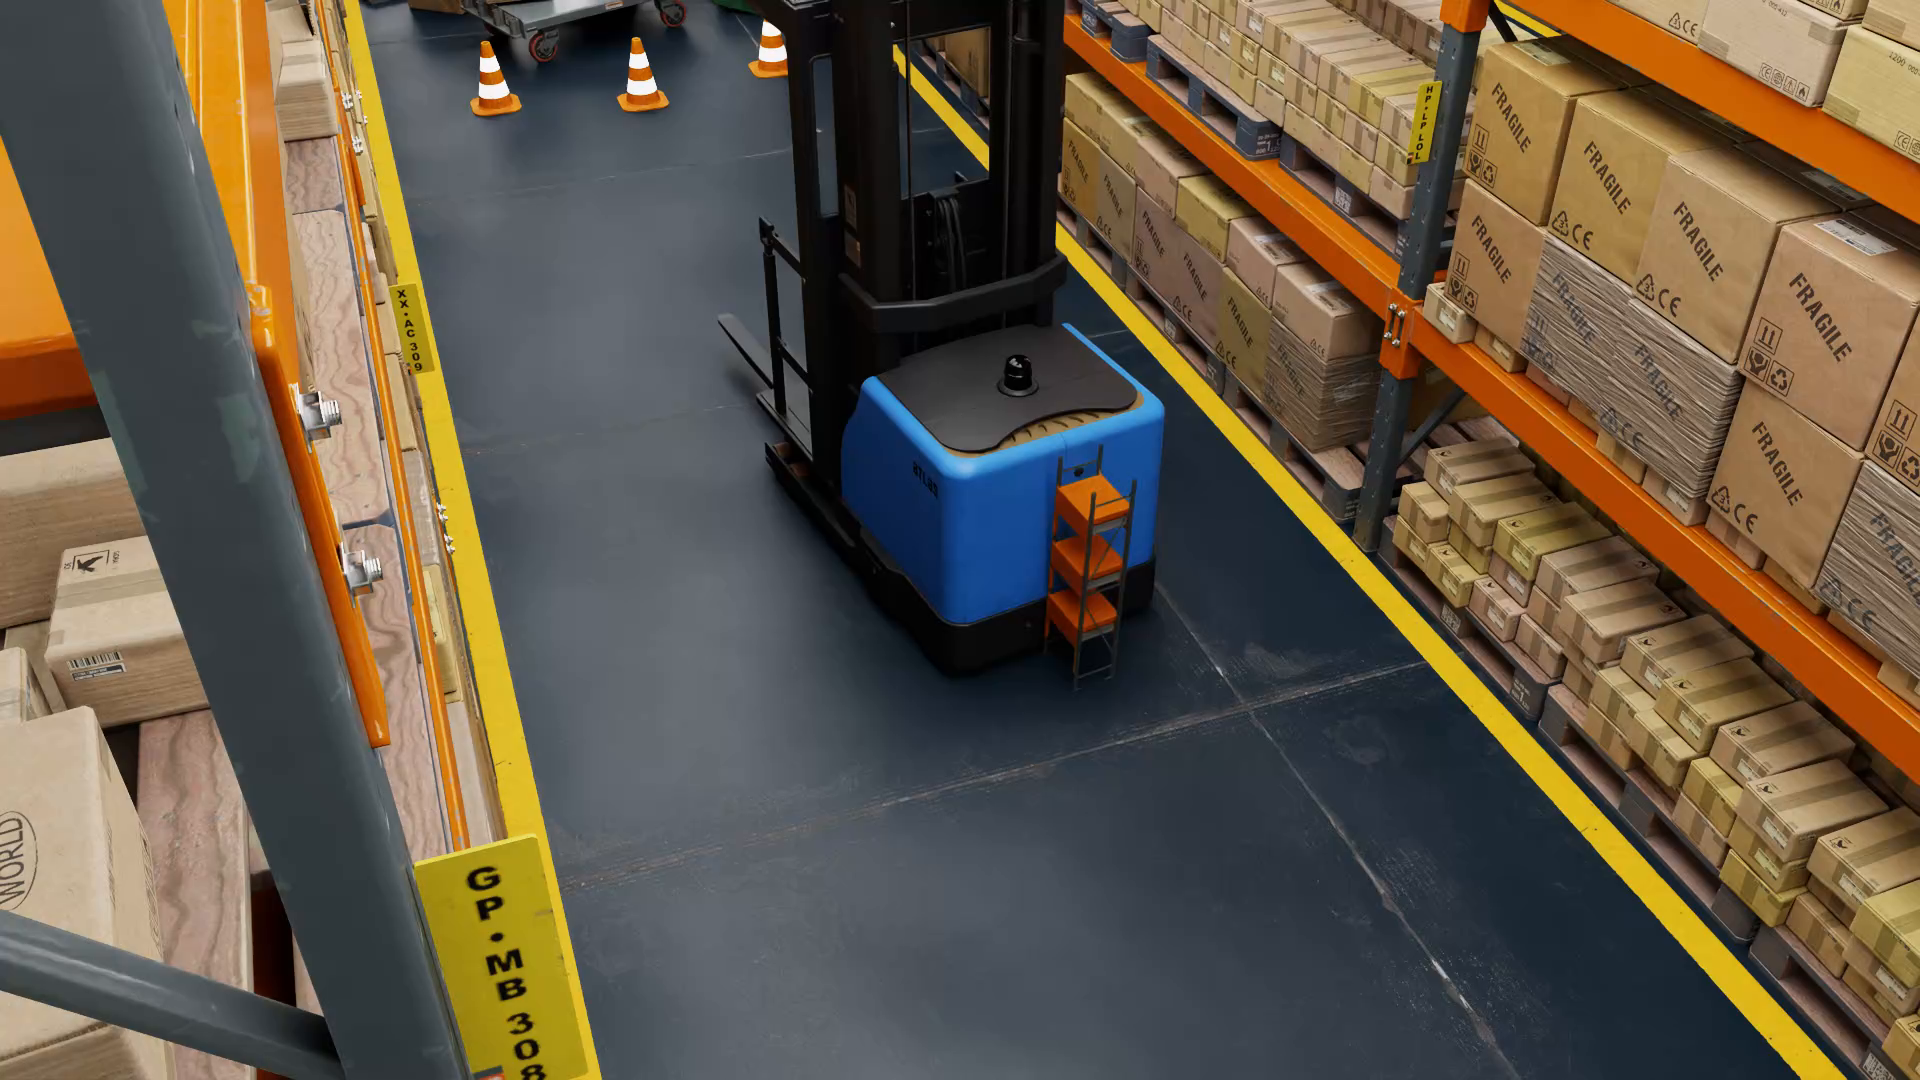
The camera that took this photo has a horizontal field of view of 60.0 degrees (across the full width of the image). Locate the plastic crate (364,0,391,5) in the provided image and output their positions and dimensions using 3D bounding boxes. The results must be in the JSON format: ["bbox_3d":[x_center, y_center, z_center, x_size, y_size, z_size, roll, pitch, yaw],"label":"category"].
[{"bbox_3d":[-4.821,-4.595,13.784,0.402,0.080,0.583,-27,45,-31],"label":"plastic crate"}]

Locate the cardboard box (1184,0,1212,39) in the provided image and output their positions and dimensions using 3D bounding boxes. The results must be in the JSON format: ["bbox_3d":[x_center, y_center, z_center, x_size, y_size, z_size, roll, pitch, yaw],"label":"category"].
[{"bbox_3d":[1.361,-2.671,8.416,0.380,0.149,0.250,-13,39,-16],"label":"cardboard box"}]

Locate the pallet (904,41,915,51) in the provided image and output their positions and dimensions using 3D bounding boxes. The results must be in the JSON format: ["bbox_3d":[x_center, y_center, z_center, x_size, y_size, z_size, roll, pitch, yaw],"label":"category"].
[{"bbox_3d":[-0.102,-4.253,13.220,1.003,0.211,1.213,-12,39,-16],"label":"pallet"}]

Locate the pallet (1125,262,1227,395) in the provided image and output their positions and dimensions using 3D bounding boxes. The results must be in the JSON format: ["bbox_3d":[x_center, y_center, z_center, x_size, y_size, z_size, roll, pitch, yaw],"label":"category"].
[{"bbox_3d":[1.622,-1.283,9.278,1.003,0.211,1.213,-12,39,-16],"label":"pallet"}]

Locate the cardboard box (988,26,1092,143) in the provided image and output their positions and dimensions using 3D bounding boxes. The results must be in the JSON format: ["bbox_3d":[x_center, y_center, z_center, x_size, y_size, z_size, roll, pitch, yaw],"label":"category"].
[{"bbox_3d":[0.813,-3.159,10.971,1.050,0.750,0.750,-13,39,-17],"label":"cardboard box"}]

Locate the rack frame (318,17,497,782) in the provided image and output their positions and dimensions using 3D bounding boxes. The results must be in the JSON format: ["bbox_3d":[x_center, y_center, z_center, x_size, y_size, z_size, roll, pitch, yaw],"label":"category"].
[{"bbox_3d":[-2.298,-0.185,5.503,1.000,3.000,0.127,-12,39,-16],"label":"rack frame"}]

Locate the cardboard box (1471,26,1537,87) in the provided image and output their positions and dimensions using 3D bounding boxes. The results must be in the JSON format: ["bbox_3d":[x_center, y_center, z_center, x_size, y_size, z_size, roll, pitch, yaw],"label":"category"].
[{"bbox_3d":[2.424,-2.192,7.532,0.380,0.149,0.250,-12,39,-16],"label":"cardboard box"}]

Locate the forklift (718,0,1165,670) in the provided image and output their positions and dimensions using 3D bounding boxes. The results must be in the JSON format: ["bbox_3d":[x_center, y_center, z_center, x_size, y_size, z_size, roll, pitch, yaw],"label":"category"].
[{"bbox_3d":[-0.296,-1.500,7.306,1.130,2.935,3.031,-18,41,-22],"label":"forklift"}]

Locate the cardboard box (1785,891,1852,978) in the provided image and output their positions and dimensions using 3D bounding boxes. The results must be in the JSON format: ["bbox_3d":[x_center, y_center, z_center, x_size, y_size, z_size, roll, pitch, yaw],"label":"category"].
[{"bbox_3d":[3.024,1.281,5.577,0.380,0.149,0.250,-12,39,-15],"label":"cardboard box"}]

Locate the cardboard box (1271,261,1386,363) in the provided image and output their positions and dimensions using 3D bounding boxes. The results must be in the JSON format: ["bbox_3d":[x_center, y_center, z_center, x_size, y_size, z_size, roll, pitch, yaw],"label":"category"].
[{"bbox_3d":[1.821,-1.105,7.829,0.500,0.250,0.500,-13,39,-17],"label":"cardboard box"}]

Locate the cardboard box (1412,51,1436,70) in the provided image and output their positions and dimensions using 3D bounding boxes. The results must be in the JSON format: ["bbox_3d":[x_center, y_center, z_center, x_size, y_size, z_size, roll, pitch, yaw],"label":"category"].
[{"bbox_3d":[2.341,-2.210,7.803,0.380,0.149,0.250,-14,39,-18],"label":"cardboard box"}]

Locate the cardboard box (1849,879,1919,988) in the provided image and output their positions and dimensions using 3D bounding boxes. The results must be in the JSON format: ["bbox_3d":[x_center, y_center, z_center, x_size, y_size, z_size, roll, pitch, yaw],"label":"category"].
[{"bbox_3d":[3.030,1.205,5.183,0.380,0.149,0.250,-13,39,-17],"label":"cardboard box"}]

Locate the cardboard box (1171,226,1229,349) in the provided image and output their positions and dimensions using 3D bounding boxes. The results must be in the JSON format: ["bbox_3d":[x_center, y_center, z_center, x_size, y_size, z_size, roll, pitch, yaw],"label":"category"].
[{"bbox_3d":[1.475,-1.383,8.822,0.500,0.500,0.500,-13,39,-17],"label":"cardboard box"}]

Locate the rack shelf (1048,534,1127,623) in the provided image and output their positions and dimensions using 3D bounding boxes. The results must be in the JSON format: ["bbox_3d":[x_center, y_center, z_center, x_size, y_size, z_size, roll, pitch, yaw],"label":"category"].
[{"bbox_3d":[0.512,0.137,6.702,0.215,0.259,0.240,-18,44,-22],"label":"rack shelf"}]

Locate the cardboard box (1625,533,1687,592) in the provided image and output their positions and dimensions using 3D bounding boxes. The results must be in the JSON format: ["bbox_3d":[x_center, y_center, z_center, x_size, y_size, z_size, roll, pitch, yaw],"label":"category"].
[{"bbox_3d":[2.915,0.051,6.715,0.380,0.149,0.250,-11,38,-14],"label":"cardboard box"}]

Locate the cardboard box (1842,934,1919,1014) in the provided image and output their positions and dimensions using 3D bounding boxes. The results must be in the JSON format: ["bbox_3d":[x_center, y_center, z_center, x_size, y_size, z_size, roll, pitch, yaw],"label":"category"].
[{"bbox_3d":[3.061,1.312,5.288,0.380,0.149,0.250,-14,39,-18],"label":"cardboard box"}]

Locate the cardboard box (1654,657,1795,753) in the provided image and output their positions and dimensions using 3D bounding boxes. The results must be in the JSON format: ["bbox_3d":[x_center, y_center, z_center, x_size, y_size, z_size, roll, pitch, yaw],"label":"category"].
[{"bbox_3d":[2.753,0.592,5.998,0.380,0.149,0.250,-12,39,-16],"label":"cardboard box"}]

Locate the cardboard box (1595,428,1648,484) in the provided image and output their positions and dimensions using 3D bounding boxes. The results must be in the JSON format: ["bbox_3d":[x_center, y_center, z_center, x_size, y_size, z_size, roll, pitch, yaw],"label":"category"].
[{"bbox_3d":[2.518,-0.358,5.941,0.380,0.149,0.250,-12,39,-15],"label":"cardboard box"}]

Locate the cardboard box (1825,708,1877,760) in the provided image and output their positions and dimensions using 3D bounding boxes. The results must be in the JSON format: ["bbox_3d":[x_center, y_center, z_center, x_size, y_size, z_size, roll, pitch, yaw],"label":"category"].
[{"bbox_3d":[3.359,0.620,5.960,0.380,0.149,0.250,-12,39,-15],"label":"cardboard box"}]

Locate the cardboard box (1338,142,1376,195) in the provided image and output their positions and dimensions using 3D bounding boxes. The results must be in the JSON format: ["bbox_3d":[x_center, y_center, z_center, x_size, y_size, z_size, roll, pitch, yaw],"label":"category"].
[{"bbox_3d":[1.902,-1.665,7.327,0.380,0.149,0.250,-12,39,-16],"label":"cardboard box"}]

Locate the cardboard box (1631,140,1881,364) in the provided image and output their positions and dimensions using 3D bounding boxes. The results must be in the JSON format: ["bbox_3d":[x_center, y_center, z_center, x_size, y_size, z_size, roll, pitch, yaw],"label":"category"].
[{"bbox_3d":[2.579,-0.939,5.343,0.500,0.500,0.500,-12,39,-15],"label":"cardboard box"}]

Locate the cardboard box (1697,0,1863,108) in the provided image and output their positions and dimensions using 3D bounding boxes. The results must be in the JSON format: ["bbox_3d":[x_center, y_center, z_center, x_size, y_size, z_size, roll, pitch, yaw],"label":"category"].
[{"bbox_3d":[2.568,-1.510,4.893,0.500,0.250,0.500,-11,38,-14],"label":"cardboard box"}]

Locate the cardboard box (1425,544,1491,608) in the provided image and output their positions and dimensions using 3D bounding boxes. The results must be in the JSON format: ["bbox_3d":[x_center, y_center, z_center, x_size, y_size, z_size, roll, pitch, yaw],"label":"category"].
[{"bbox_3d":[2.230,0.126,7.110,0.380,0.149,0.250,-11,38,-15],"label":"cardboard box"}]

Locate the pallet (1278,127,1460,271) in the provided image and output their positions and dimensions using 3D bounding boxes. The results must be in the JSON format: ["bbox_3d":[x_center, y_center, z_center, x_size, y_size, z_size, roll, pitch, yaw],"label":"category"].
[{"bbox_3d":[2.189,-1.653,7.610,1.003,0.211,1.213,-12,39,-16],"label":"pallet"}]

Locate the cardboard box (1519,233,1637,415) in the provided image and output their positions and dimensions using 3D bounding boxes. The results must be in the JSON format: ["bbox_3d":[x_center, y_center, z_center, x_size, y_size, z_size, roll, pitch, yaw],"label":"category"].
[{"bbox_3d":[2.426,-0.816,6.010,0.500,0.500,0.500,-12,39,-16],"label":"cardboard box"}]

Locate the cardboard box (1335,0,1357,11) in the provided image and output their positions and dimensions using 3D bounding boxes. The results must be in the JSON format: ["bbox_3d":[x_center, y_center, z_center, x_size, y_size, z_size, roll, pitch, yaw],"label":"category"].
[{"bbox_3d":[2.069,-2.772,8.302,0.380,0.149,0.250,-11,38,-15],"label":"cardboard box"}]

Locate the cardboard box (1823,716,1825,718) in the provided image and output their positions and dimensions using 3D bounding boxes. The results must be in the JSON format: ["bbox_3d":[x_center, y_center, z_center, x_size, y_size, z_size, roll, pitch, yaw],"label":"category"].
[{"bbox_3d":[3.161,0.612,6.218,0.380,0.149,0.250,-11,38,-14],"label":"cardboard box"}]

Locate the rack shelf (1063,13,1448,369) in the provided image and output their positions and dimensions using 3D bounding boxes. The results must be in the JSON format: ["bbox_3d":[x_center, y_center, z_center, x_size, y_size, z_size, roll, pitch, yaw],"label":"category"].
[{"bbox_3d":[1.627,-2.110,8.656,1.077,0.370,4.000,-12,39,-16],"label":"rack shelf"}]

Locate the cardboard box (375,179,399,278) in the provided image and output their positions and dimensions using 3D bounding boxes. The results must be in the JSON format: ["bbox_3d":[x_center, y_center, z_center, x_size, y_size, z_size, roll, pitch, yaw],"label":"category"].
[{"bbox_3d":[-2.706,-1.298,7.105,0.500,0.250,0.500,-13,39,-17],"label":"cardboard box"}]

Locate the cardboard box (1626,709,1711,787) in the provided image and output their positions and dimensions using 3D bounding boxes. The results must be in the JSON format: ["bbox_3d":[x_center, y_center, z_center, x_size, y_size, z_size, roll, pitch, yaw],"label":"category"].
[{"bbox_3d":[2.680,0.724,6.069,0.380,0.149,0.250,-12,39,-15],"label":"cardboard box"}]

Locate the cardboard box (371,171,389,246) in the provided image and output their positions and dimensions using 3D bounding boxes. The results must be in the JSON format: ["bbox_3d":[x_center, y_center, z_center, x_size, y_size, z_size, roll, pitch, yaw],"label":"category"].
[{"bbox_3d":[-2.539,-1.212,6.574,0.500,0.250,0.500,-12,39,-15],"label":"cardboard box"}]

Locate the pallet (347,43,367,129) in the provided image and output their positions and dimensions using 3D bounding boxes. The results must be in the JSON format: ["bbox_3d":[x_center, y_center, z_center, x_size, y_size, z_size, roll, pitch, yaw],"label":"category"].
[{"bbox_3d":[-4.782,-3.151,11.758,1.003,0.211,1.213,-12,39,-16],"label":"pallet"}]

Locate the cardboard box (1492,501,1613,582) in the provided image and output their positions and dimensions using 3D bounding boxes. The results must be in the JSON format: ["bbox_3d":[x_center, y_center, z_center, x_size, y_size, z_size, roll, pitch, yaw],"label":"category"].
[{"bbox_3d":[2.412,0.004,6.778,0.380,0.149,0.250,-13,39,-17],"label":"cardboard box"}]

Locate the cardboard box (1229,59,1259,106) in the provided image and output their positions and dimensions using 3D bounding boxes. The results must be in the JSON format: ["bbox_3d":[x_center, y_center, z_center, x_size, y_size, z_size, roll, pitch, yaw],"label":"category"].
[{"bbox_3d":[1.541,-2.253,8.108,0.380,0.149,0.250,-11,38,-14],"label":"cardboard box"}]

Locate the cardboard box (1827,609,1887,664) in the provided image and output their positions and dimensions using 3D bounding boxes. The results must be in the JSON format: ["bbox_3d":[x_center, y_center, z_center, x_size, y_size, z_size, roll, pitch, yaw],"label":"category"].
[{"bbox_3d":[2.953,0.221,5.172,0.380,0.149,0.250,-14,39,-18],"label":"cardboard box"}]

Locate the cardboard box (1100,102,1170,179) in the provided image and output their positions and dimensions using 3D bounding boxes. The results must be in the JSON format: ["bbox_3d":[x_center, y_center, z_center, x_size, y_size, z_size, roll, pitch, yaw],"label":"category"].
[{"bbox_3d":[1.123,-2.270,9.376,0.500,0.250,0.500,-13,39,-16],"label":"cardboard box"}]

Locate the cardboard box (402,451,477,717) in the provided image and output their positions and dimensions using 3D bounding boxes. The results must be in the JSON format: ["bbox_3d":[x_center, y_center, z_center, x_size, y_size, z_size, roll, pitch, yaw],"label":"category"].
[{"bbox_3d":[-1.525,0.159,4.132,0.500,0.500,0.500,-12,39,-15],"label":"cardboard box"}]

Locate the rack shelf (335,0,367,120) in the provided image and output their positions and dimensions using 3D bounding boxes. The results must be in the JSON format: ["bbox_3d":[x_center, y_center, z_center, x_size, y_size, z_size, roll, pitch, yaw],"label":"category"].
[{"bbox_3d":[-4.363,-3.288,10.219,1.077,0.370,4.000,-12,39,-16],"label":"rack shelf"}]

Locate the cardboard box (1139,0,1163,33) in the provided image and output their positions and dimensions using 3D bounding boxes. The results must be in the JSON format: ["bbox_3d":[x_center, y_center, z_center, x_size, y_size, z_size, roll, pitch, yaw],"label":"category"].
[{"bbox_3d":[1.183,-2.844,8.892,0.380,0.149,0.250,-11,38,-14],"label":"cardboard box"}]

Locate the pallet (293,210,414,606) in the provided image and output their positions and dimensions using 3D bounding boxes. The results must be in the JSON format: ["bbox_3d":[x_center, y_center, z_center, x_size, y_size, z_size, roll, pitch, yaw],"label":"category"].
[{"bbox_3d":[-1.610,-0.196,3.097,1.003,0.211,1.213,-12,39,-16],"label":"pallet"}]

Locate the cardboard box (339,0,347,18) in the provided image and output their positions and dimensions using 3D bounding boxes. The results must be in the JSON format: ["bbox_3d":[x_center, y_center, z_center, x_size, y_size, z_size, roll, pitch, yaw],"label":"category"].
[{"bbox_3d":[-5.000,-4.163,12.721,0.500,0.250,0.500,-14,39,-18],"label":"cardboard box"}]

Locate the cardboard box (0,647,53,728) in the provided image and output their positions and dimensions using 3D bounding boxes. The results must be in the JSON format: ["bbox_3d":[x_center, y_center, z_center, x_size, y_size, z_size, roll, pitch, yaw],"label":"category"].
[{"bbox_3d":[-1.380,0.313,2.125,0.380,0.149,0.250,-15,40,-19],"label":"cardboard box"}]

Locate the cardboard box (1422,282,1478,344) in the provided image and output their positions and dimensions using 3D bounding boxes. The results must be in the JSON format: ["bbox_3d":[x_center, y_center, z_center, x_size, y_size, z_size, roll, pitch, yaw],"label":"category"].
[{"bbox_3d":[2.105,-0.939,6.713,0.380,0.149,0.250,-11,38,-14],"label":"cardboard box"}]

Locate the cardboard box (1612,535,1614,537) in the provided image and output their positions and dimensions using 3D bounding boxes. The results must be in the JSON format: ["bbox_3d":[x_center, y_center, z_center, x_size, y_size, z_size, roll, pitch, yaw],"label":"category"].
[{"bbox_3d":[2.935,-0.005,7.037,0.380,0.149,0.250,-14,39,-18],"label":"cardboard box"}]

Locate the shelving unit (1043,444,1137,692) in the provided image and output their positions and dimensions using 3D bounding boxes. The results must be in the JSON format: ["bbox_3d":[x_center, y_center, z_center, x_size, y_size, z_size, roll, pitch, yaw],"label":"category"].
[{"bbox_3d":[0.513,0.129,6.695,0.215,1.050,0.252,-18,44,-22],"label":"shelving unit"}]

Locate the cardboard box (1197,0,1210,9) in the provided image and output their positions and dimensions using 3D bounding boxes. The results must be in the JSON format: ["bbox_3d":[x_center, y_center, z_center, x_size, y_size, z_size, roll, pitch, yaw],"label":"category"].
[{"bbox_3d":[1.369,-2.789,8.325,0.380,0.149,0.250,-11,38,-15],"label":"cardboard box"}]

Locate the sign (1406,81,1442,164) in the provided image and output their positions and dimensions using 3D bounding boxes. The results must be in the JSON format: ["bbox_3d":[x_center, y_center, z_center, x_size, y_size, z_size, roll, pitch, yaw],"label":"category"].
[{"bbox_3d":[1.795,-1.613,6.436,0.100,0.325,0.005,-12,39,-16],"label":"sign"}]

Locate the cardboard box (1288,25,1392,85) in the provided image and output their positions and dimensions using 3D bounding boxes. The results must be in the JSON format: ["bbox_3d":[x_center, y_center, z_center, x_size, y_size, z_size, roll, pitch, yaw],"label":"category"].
[{"bbox_3d":[1.723,-2.205,7.550,0.380,0.149,0.250,-13,39,-16],"label":"cardboard box"}]

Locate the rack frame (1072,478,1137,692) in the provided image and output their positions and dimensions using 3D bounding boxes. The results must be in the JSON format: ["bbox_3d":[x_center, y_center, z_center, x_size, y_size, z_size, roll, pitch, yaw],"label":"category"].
[{"bbox_3d":[0.570,0.199,6.614,0.200,1.050,0.008,-18,44,-22],"label":"rack frame"}]

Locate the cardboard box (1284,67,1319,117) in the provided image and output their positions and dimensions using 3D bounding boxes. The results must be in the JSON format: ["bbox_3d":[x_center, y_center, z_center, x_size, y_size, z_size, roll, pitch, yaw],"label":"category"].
[{"bbox_3d":[1.720,-2.080,7.631,0.380,0.149,0.250,-14,39,-17],"label":"cardboard box"}]

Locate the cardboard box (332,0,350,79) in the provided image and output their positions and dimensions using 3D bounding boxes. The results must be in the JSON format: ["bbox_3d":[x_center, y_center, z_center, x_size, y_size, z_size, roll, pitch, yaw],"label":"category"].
[{"bbox_3d":[-3.067,-2.358,7.474,0.500,0.500,0.500,-12,39,-15],"label":"cardboard box"}]

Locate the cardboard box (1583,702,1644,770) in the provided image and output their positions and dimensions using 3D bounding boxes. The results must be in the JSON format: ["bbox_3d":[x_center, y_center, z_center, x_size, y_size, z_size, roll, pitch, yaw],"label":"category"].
[{"bbox_3d":[2.623,0.700,6.348,0.380,0.149,0.250,-13,39,-17],"label":"cardboard box"}]

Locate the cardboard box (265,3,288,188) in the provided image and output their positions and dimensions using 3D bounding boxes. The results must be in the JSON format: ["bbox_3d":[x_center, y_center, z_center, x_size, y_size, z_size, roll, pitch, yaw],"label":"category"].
[{"bbox_3d":[-1.804,-0.877,3.411,0.797,0.503,0.637,-10,38,-12],"label":"cardboard box"}]

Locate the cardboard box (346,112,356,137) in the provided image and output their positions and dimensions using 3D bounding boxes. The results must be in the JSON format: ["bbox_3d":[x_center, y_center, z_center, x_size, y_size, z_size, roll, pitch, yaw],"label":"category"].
[{"bbox_3d":[-2.380,-1.215,5.955,0.500,0.500,0.500,-13,39,-16],"label":"cardboard box"}]

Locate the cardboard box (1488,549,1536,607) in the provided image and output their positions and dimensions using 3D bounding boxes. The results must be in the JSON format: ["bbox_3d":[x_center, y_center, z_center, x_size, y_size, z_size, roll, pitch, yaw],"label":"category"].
[{"bbox_3d":[2.428,0.110,6.884,0.380,0.149,0.250,-13,39,-16],"label":"cardboard box"}]

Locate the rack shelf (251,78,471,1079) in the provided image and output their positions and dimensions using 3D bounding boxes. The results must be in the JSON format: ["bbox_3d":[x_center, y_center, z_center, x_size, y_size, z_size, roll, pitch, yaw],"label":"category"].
[{"bbox_3d":[-1.610,0.034,3.317,1.077,0.370,4.000,-12,39,-16],"label":"rack shelf"}]

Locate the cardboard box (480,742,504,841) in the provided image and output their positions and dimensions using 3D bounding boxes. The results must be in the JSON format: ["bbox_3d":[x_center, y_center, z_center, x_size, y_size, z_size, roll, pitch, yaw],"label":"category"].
[{"bbox_3d":[-1.363,0.853,4.041,0.500,0.500,0.500,-11,38,-14],"label":"cardboard box"}]
